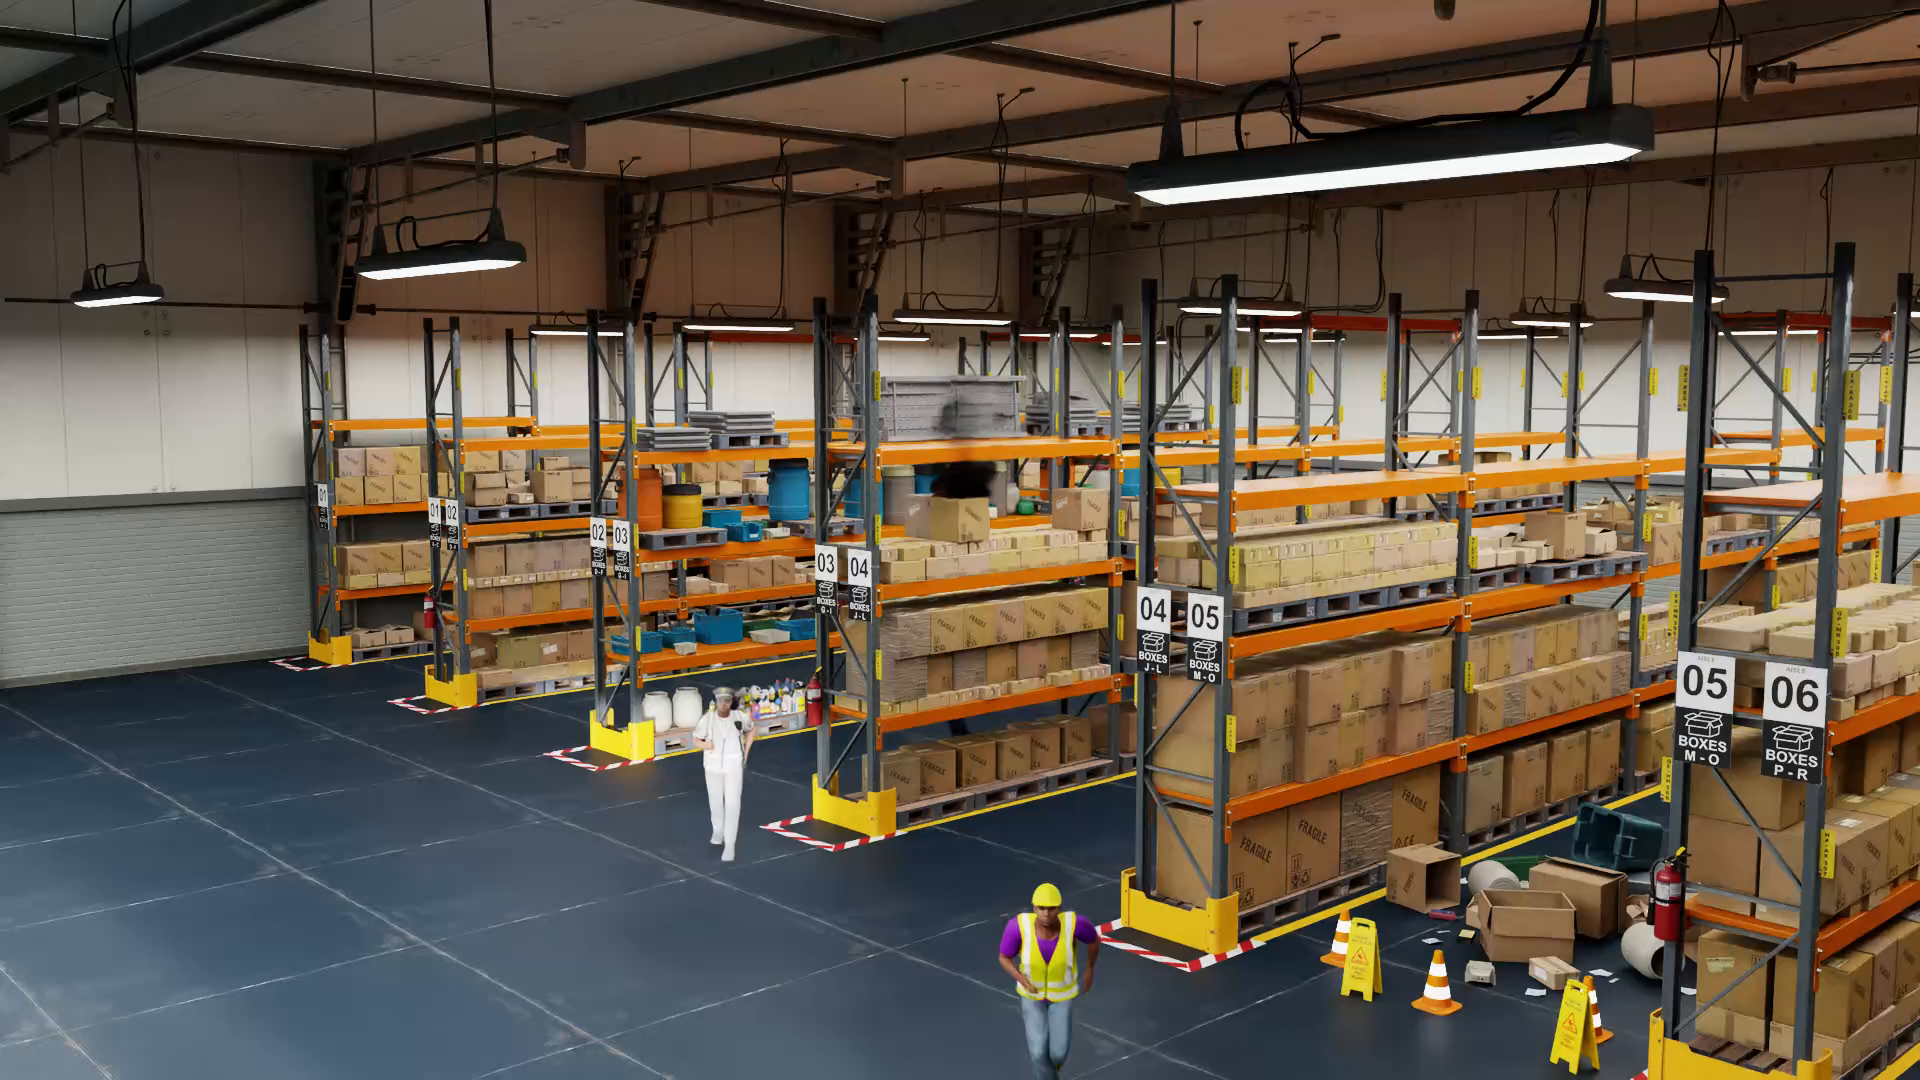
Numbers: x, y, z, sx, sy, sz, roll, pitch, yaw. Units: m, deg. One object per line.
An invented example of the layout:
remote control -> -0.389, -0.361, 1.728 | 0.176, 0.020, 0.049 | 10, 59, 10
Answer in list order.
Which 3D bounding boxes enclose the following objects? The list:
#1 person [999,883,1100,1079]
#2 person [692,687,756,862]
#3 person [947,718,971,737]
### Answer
person -> 0.618, 3.173, 11.559 | 0.688, 1.705, 0.726 | 1, 6, 7
person -> -2.539, 2.471, 17.873 | 0.654, 1.836, 0.777 | 0, 6, 0
person -> -0.072, 2.086, 22.644 | 0.592, 1.699, 0.725 | 5, 8, 41
